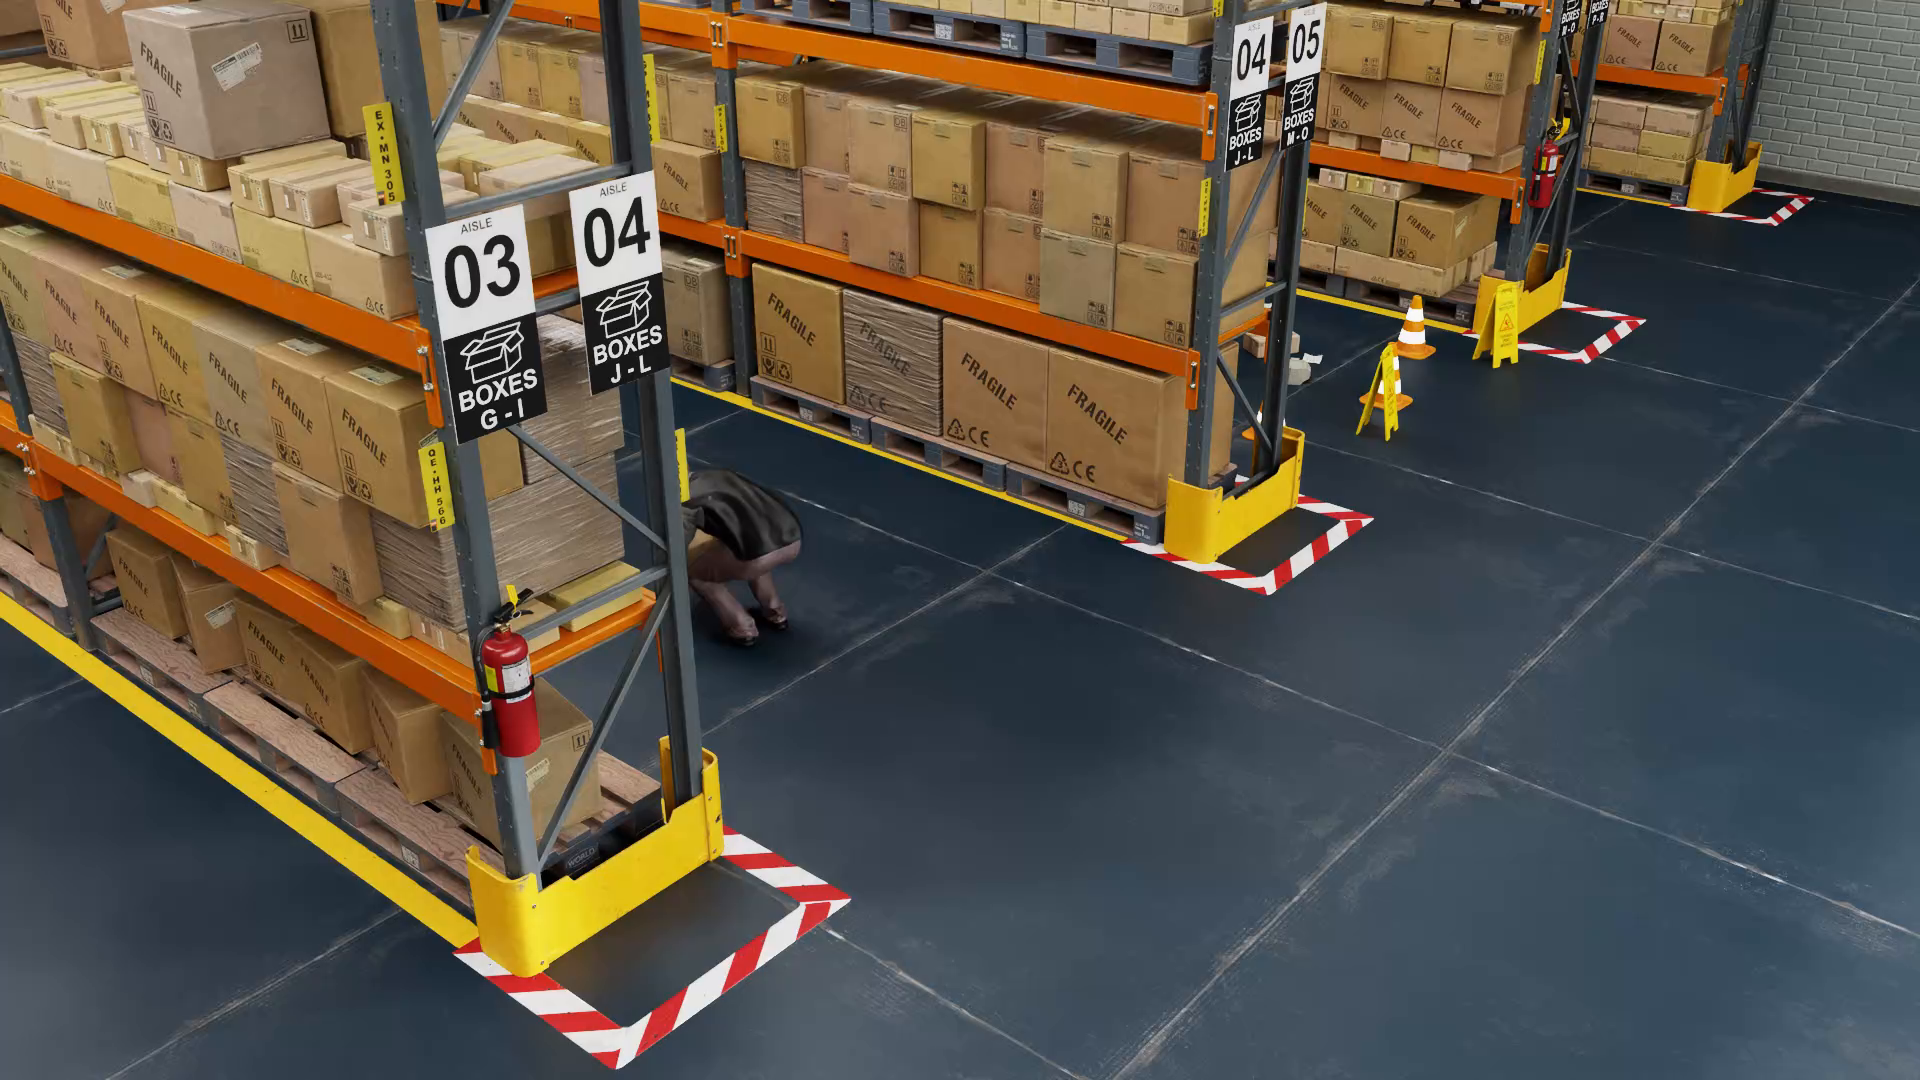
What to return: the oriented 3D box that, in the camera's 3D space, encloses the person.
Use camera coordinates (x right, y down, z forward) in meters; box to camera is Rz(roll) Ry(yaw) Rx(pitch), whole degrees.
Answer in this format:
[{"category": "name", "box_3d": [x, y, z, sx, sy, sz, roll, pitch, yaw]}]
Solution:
[{"category": "person", "box_3d": [-1.311, 0.063, 9.376, 0.923, 0.947, 0.518, 19, 33, 33]}]
